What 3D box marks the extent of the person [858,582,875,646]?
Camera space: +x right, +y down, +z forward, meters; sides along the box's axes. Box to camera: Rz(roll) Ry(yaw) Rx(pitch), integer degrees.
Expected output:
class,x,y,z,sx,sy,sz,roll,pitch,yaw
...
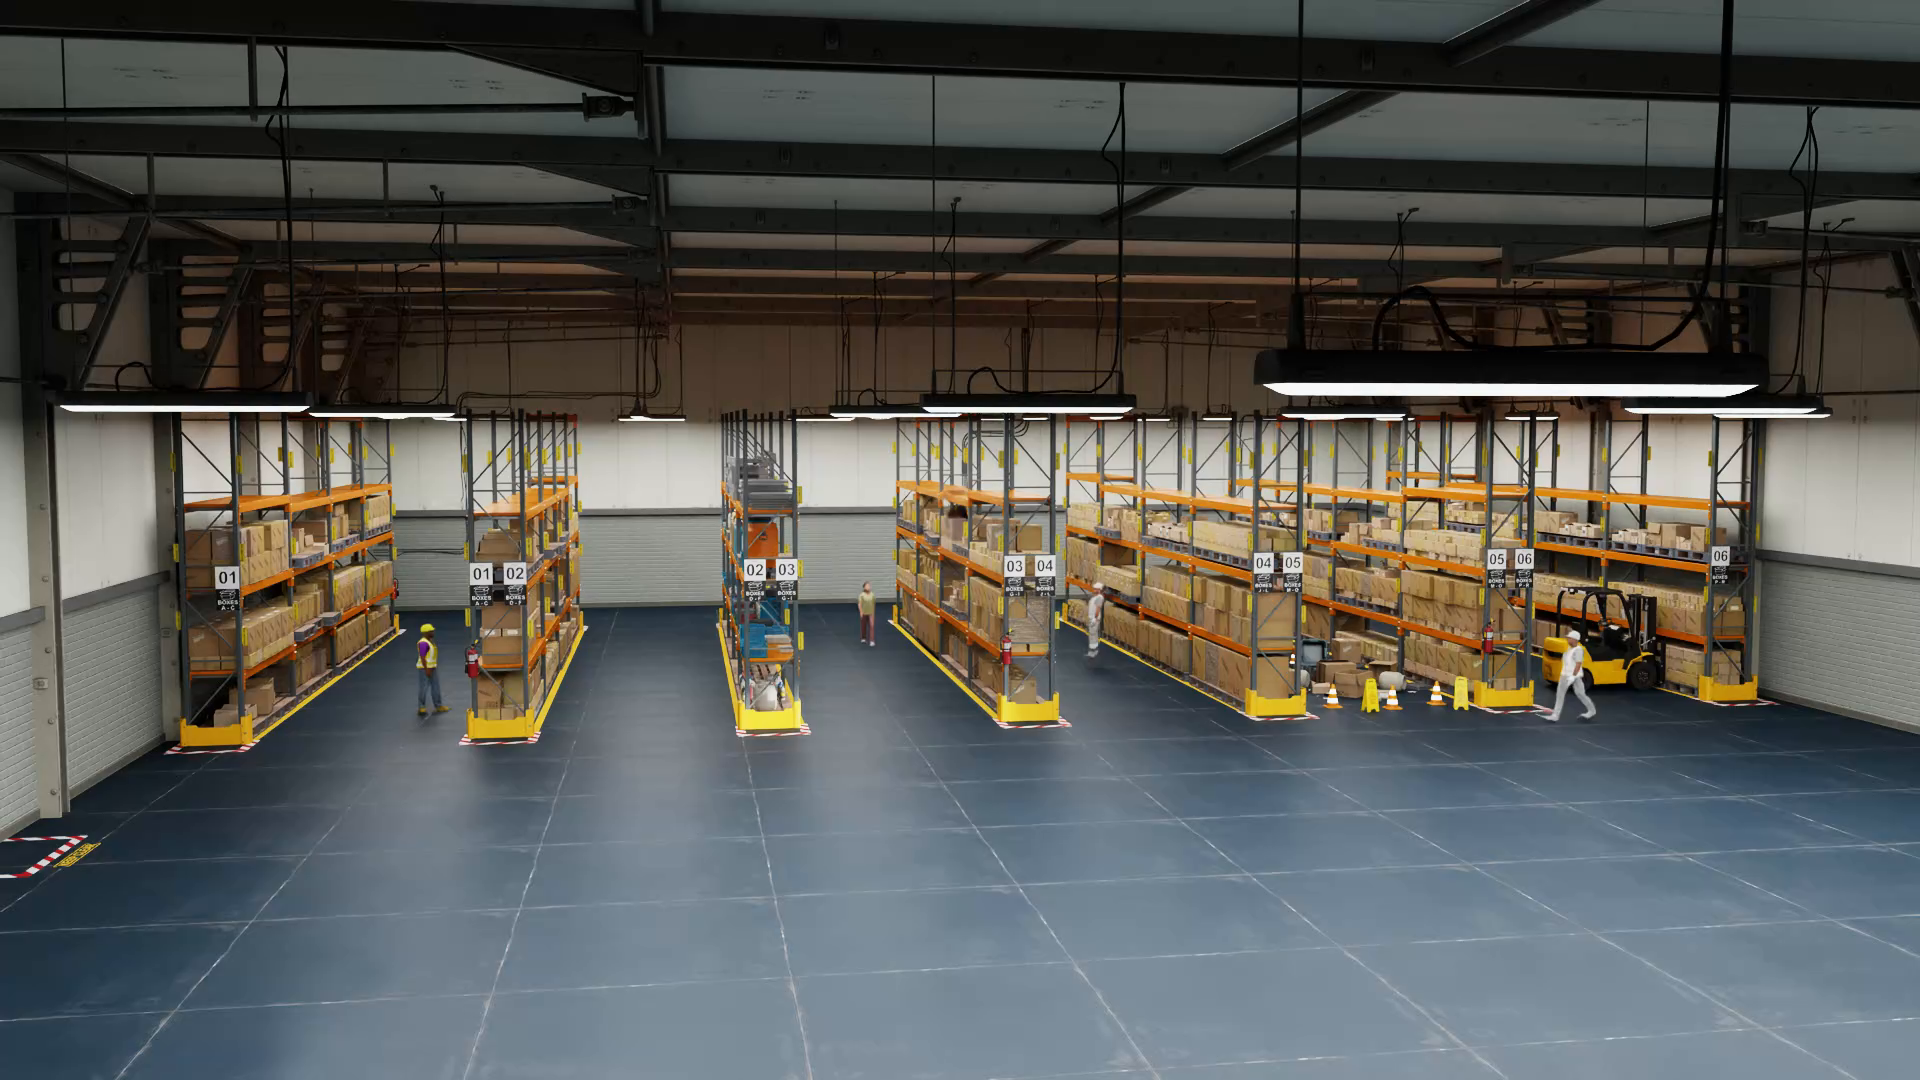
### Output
class,x,y,z,sx,sy,sz,roll,pitch,yaw
person,-2.404,1.906,43.029,0.459,1.616,1.041,-1,4,-10

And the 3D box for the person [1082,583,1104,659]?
class,x,y,z,sx,sy,sz,roll,pitch,yaw
person,3.129,1.903,39.088,0.510,1.780,0.630,0,4,3

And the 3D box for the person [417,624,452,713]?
class,x,y,z,sx,sy,sz,roll,pitch,yaw
person,-10.510,2.552,32.985,0.592,1.760,0.611,1,4,19

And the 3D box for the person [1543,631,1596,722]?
class,x,y,z,sx,sy,sz,roll,pitch,yaw
person,11.778,2.623,31.967,1.058,1.751,0.505,-2,5,-28
